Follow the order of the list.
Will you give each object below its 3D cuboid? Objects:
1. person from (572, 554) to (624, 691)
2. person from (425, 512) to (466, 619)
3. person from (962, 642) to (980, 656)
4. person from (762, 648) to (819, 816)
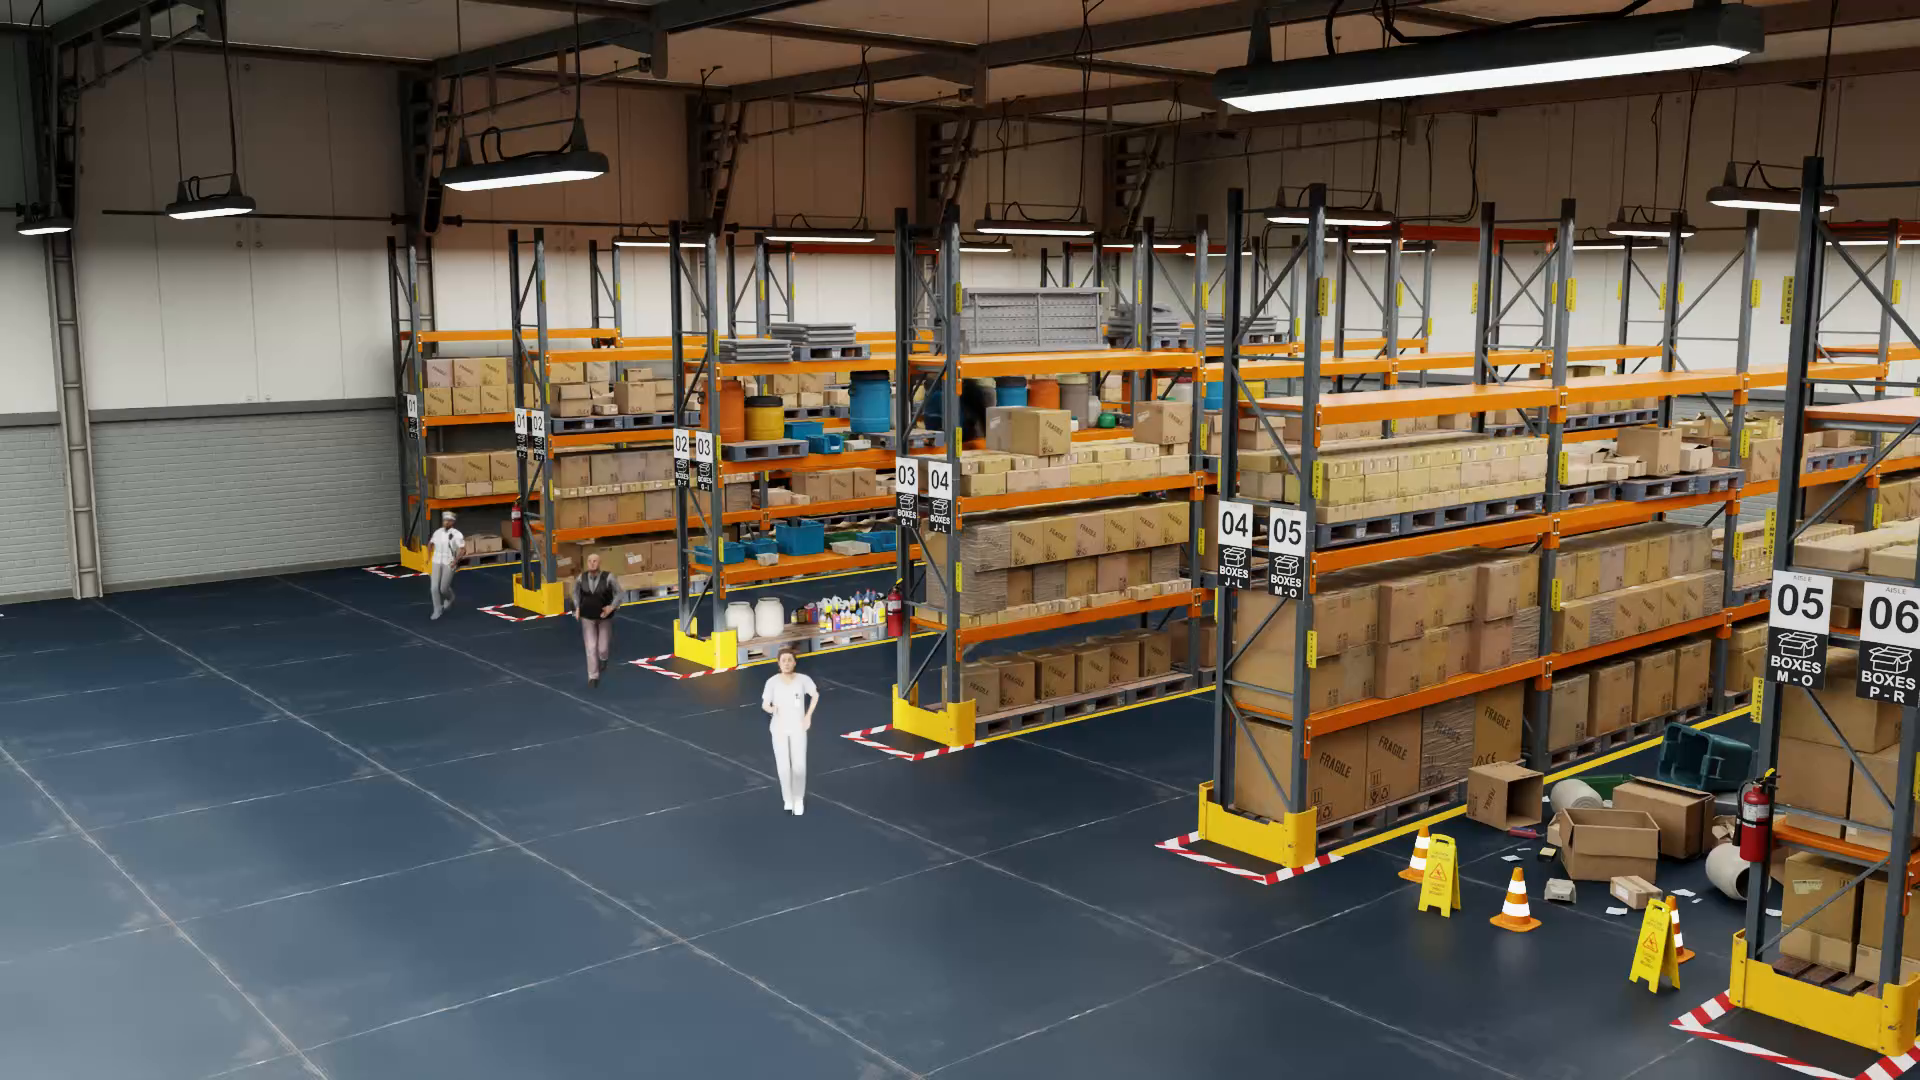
[{"bbox_3d":[-4.691,1.020,21.585,0.676,1.728,0.808,-1,9,-5],"label":"person"},{"bbox_3d":[-8.046,0.382,25.991,0.633,1.666,0.582,1,9,7],"label":"person"},{"bbox_3d":[0.036,0.712,21.782,0.564,1.765,0.741,7,11,39],"label":"person"},{"bbox_3d":[-1.652,1.881,16.164,0.547,1.657,0.621,0,9,-2],"label":"person"}]
